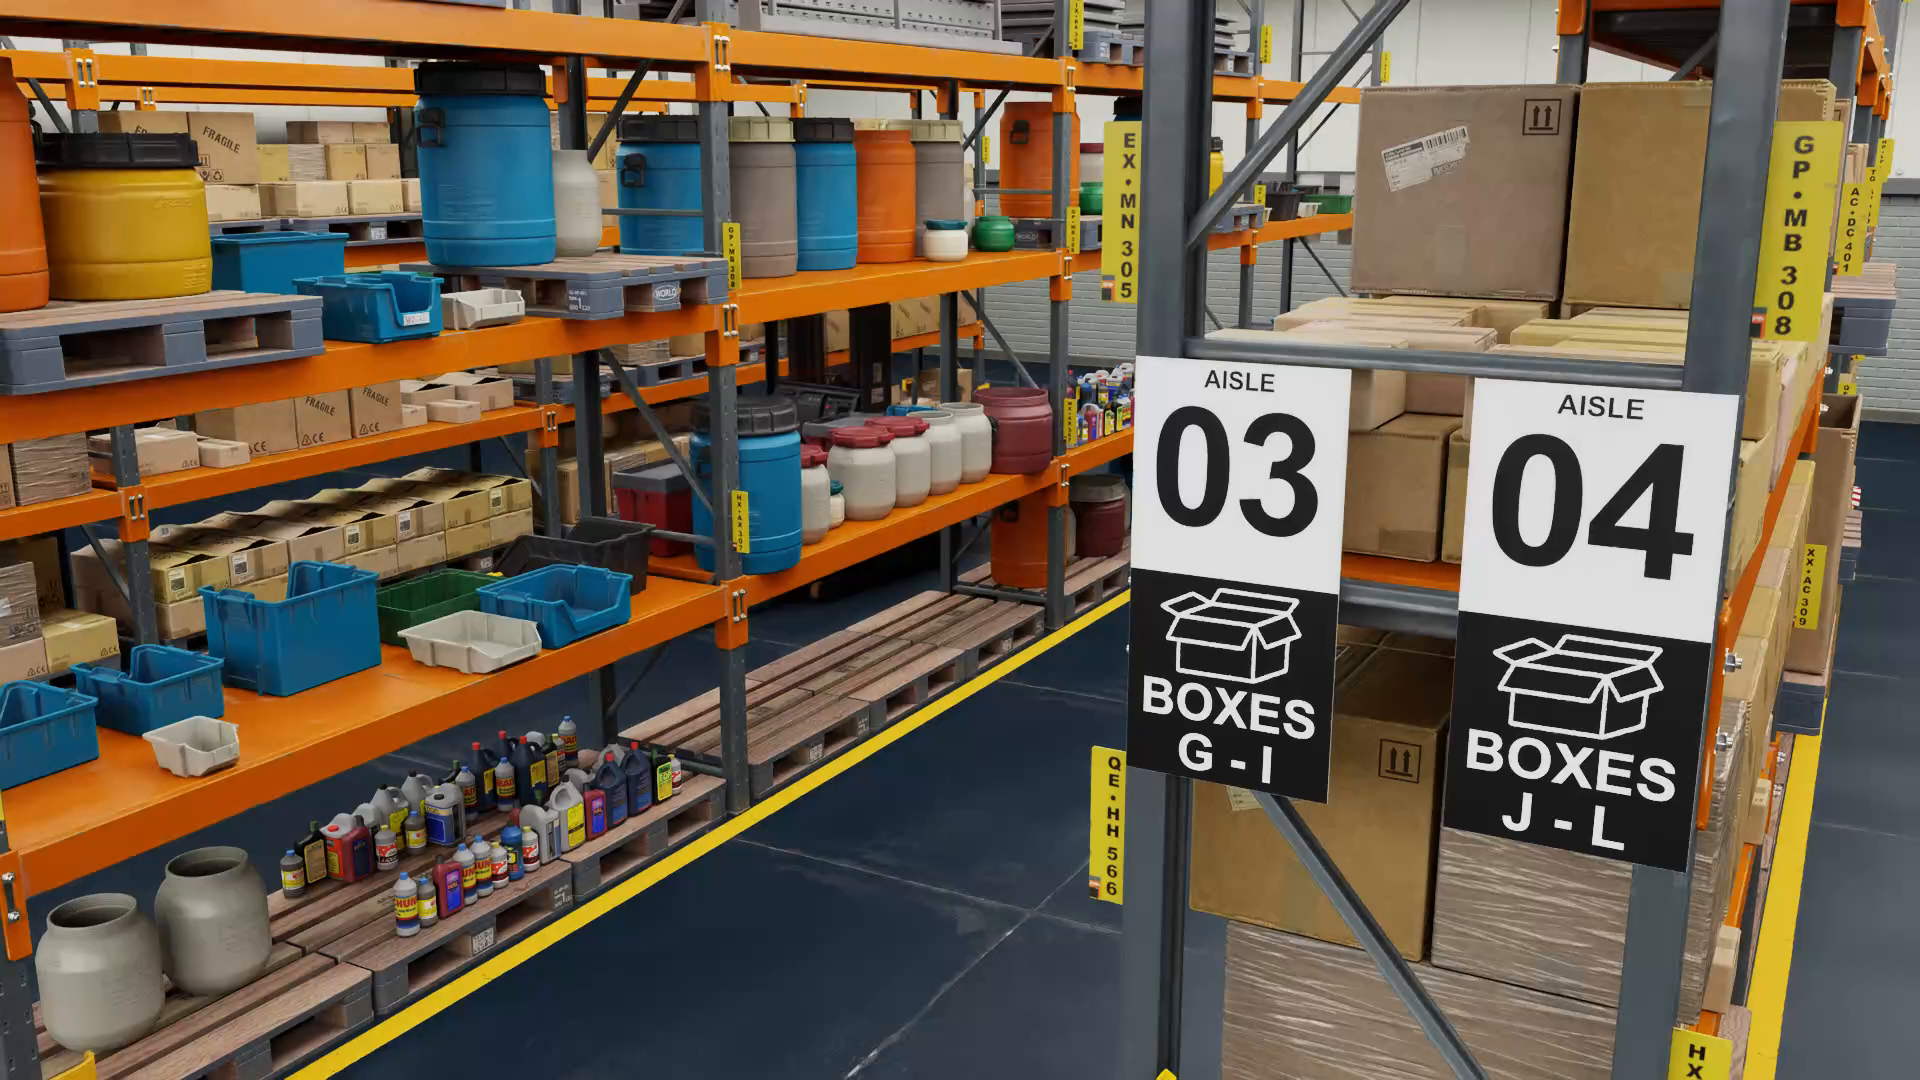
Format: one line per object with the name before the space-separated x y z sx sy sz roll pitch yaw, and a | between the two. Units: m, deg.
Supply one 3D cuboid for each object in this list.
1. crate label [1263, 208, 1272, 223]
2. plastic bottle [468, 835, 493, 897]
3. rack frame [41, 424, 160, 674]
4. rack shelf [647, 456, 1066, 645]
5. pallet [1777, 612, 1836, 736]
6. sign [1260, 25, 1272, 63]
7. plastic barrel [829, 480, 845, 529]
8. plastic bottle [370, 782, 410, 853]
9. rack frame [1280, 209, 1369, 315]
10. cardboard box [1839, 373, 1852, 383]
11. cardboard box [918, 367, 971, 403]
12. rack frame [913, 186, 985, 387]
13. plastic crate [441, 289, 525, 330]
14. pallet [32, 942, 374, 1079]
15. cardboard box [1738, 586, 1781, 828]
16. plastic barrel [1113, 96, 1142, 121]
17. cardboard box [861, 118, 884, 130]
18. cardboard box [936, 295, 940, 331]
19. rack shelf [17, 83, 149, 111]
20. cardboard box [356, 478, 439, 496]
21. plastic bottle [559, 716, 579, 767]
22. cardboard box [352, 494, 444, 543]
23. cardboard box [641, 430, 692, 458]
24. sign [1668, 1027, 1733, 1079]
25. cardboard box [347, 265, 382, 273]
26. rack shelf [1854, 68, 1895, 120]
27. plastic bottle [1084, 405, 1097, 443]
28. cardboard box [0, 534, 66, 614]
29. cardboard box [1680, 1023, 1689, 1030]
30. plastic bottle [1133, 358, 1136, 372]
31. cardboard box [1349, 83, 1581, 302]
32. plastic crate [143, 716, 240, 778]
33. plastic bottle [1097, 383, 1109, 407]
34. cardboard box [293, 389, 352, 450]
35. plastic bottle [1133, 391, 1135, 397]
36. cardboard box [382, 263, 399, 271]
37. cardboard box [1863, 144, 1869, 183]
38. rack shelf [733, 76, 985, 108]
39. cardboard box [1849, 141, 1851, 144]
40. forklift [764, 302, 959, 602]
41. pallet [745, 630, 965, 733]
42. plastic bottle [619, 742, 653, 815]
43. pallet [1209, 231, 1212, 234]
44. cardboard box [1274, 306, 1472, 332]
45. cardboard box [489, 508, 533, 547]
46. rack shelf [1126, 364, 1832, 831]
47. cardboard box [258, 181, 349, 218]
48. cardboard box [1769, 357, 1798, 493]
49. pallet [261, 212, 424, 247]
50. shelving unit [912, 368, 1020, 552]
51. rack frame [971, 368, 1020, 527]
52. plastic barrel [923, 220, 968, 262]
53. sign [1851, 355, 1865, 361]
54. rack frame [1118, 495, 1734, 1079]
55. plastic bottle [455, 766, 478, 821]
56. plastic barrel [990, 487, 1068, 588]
crate label | 2.738 -3.064 15.720 0.293 0.136 0.466 7 15 28
plastic bottle | -2.189 1.481 7.590 0.097 0.271 0.097 0 14 0
rack frame | -5.953 -0.587 11.283 1.000 3.000 0.127 7 15 28
rack shelf | -0.652 -0.085 10.738 1.077 0.370 4.000 7 15 28
pallet | 3.214 0.489 7.229 1.003 0.211 1.213 7 15 28
sign | 2.730 -4.418 14.821 0.100 0.325 0.005 7 15 28
plastic barrel | -0.844 -0.212 10.023 0.301 0.262 0.301 0 14 0
plastic bottle | -2.759 1.332 8.038 0.144 0.351 0.185 8 16 30
rack frame | 4.183 -2.487 19.164 1.000 3.000 0.127 7 15 28
cardboard box | 6.598 -1.027 12.894 0.500 0.500 0.500 7 15 28
cardboard box | -0.199 -1.908 21.158 0.500 0.500 0.500 7 15 28
rack frame | -0.152 -3.049 21.495 1.000 3.000 0.127 7 15 28
plastic crate | -2.040 -0.980 7.075 0.243 0.136 0.396 7 15 28
pallet | -3.159 1.965 6.650 1.003 0.211 1.213 7 15 28
cardboard box | 1.776 0.391 4.245 0.500 0.500 0.500 7 15 28
plastic barrel | 1.558 -3.205 13.776 0.600 0.901 0.708 7 15 28
cardboard box | -1.282 -4.515 18.830 0.700 0.500 0.500 7 15 28
cardboard box | -0.378 -2.868 20.531 0.500 0.500 0.500 8 15 29
rack shelf | -9.324 -3.930 14.738 1.077 0.370 4.000 7 15 28
cardboard box | -4.776 -0.364 14.136 0.500 0.311 0.500 7 15 27
plastic bottle | -2.156 1.104 9.155 0.097 0.271 0.097 0 14 0
cardboard box | -4.549 -0.201 13.459 0.500 0.311 0.500 7 15 28
cardboard box | -2.806 -0.785 16.501 0.500 0.500 0.500 7 15 26
sign | 1.259 0.998 2.864 0.100 0.325 0.005 7 15 28
cardboard box | -6.928 -3.023 18.897 0.500 0.250 0.500 8 16 29
rack shelf | 7.552 -3.887 14.563 1.077 0.370 4.000 7 15 28
plastic bottle | 1.006 -0.903 12.844 0.061 0.283 0.133 7 15 28
cardboard box | -6.451 0.241 11.221 0.500 0.500 0.500 7 15 28
cardboard box | 1.632 1.245 4.222 0.380 0.149 0.250 7 15 28
plastic bottle | 1.634 -1.555 15.549 0.061 0.283 0.133 7 15 28
cardboard box | 1.311 -0.884 4.202 0.500 0.500 0.500 7 15 28
plastic crate | -2.838 0.777 6.189 0.298 0.136 0.250 7 15 28
plastic bottle | 1.250 -1.270 14.540 0.097 0.201 0.097 0 14 0
cardboard box | -5.070 -1.002 12.792 0.500 0.500 0.500 7 15 28
plastic bottle | 1.446 -1.093 13.656 0.097 0.271 0.097 0 14 0
cardboard box | -6.681 -3.127 19.331 0.500 0.250 0.500 8 16 29
cardboard box | 4.639 -1.908 9.083 0.500 0.500 0.500 8 16 30
rack shelf | -1.118 -5.203 19.175 1.077 0.370 4.000 7 15 28
cardboard box | 6.910 -3.032 13.702 0.700 0.500 0.500 6 15 25
forklift | -1.322 -1.065 13.412 1.130 2.935 3.031 11 17 37
pallet | -0.684 0.914 11.008 1.003 0.211 1.213 7 15 28
plastic bottle | -1.677 1.214 8.527 0.144 0.351 0.185 7 15 27
pallet | 1.410 -2.627 13.751 1.003 0.211 1.213 7 15 28
cardboard box | 0.910 -0.423 3.673 0.380 0.149 0.250 7 15 26
cardboard box | -4.060 -0.139 14.398 0.500 0.250 0.500 8 16 29
rack shelf | 1.751 -0.162 4.655 1.077 0.370 4.000 7 15 28
cardboard box | -4.975 -2.561 12.498 0.500 0.250 0.500 6 15 23
cardboard box | 1.730 -0.305 4.036 0.500 0.250 0.500 7 15 28
pallet | -4.807 -2.395 12.785 1.003 0.211 1.213 8 16 31
shelving unit | 0.062 -0.734 15.093 0.538 1.500 1.048 8 16 31
rack frame | 0.328 -0.835 15.514 0.500 1.500 0.032 8 16 31
plastic barrel | -0.095 -1.949 10.829 0.301 0.262 0.301 0 14 0
sign | 7.064 -1.570 13.059 0.100 0.325 0.005 7 15 28
rack frame | 0.784 1.357 3.220 1.000 3.000 0.127 7 15 28
plastic bottle | -2.501 1.280 8.425 0.097 0.271 0.097 0 14 0
plastic barrel | 0.537 -0.097 12.986 0.600 0.830 0.708 7 15 28
